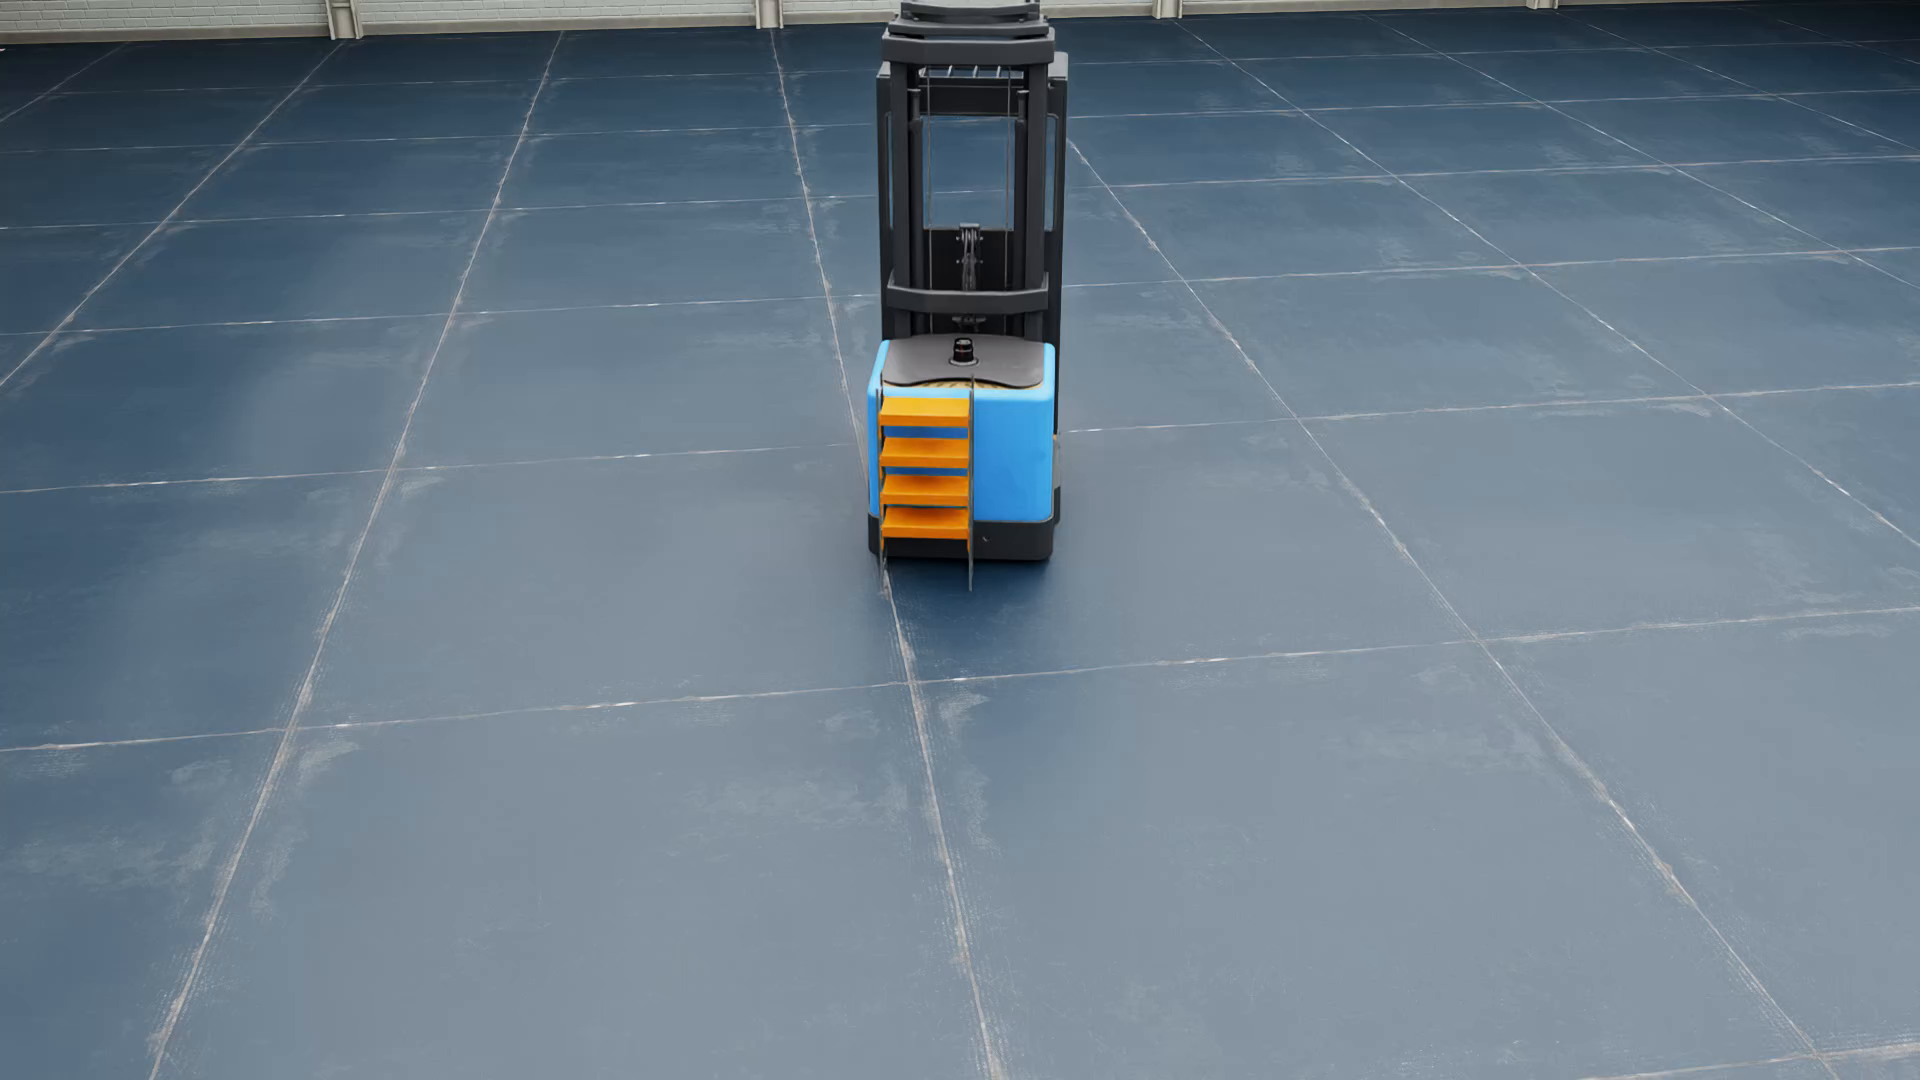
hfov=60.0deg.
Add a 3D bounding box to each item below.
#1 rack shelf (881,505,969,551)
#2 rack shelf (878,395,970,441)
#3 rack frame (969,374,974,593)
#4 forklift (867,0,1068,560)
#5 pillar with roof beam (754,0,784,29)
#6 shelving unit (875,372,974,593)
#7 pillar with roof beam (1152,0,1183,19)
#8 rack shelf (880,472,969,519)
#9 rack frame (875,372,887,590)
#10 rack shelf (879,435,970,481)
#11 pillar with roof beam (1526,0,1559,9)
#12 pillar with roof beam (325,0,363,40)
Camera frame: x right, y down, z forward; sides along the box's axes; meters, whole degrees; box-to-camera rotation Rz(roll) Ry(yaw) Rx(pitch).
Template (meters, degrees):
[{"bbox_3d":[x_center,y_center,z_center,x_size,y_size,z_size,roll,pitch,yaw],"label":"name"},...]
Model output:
[{"bbox_3d":[-0.182,-0.067,9.147,0.480,0.148,0.258,1,27,3],"label":"rack shelf"},{"bbox_3d":[-0.182,-0.652,8.844,0.480,0.148,0.258,1,27,3],"label":"rack shelf"},{"bbox_3d":[0.061,-0.296,9.012,0.015,1.200,0.240,1,27,3],"label":"rack frame"},{"bbox_3d":[0.082,-1.826,10.099,1.130,2.935,3.031,1,27,3],"label":"forklift"},{"bbox_3d":[-2.204,-9.619,18.640,0.400,9.000,9.100,-4,27,-7],"label":"pillar with roof beam"},{"bbox_3d":[-0.182,-0.303,9.025,0.503,1.200,0.258,1,27,3],"label":"shelving unit"},{"bbox_3d":[3.738,-10.001,19.384,0.400,9.000,9.100,-4,27,-7],"label":"pillar with roof beam"},{"bbox_3d":[-0.182,-0.243,9.056,0.480,0.148,0.258,1,27,3],"label":"rack shelf"},{"bbox_3d":[-0.426,-0.309,9.037,0.015,1.200,0.240,1,27,3],"label":"rack frame"},{"bbox_3d":[-0.182,-0.442,8.953,0.480,0.148,0.258,1,27,3],"label":"rack shelf"},{"bbox_3d":[9.679,-10.383,20.128,0.400,9.000,9.100,-4,27,-7],"label":"pillar with roof beam"},{"bbox_3d":[-8.145,-9.238,17.896,0.400,9.000,9.100,-4,27,-7],"label":"pillar with roof beam"}]
